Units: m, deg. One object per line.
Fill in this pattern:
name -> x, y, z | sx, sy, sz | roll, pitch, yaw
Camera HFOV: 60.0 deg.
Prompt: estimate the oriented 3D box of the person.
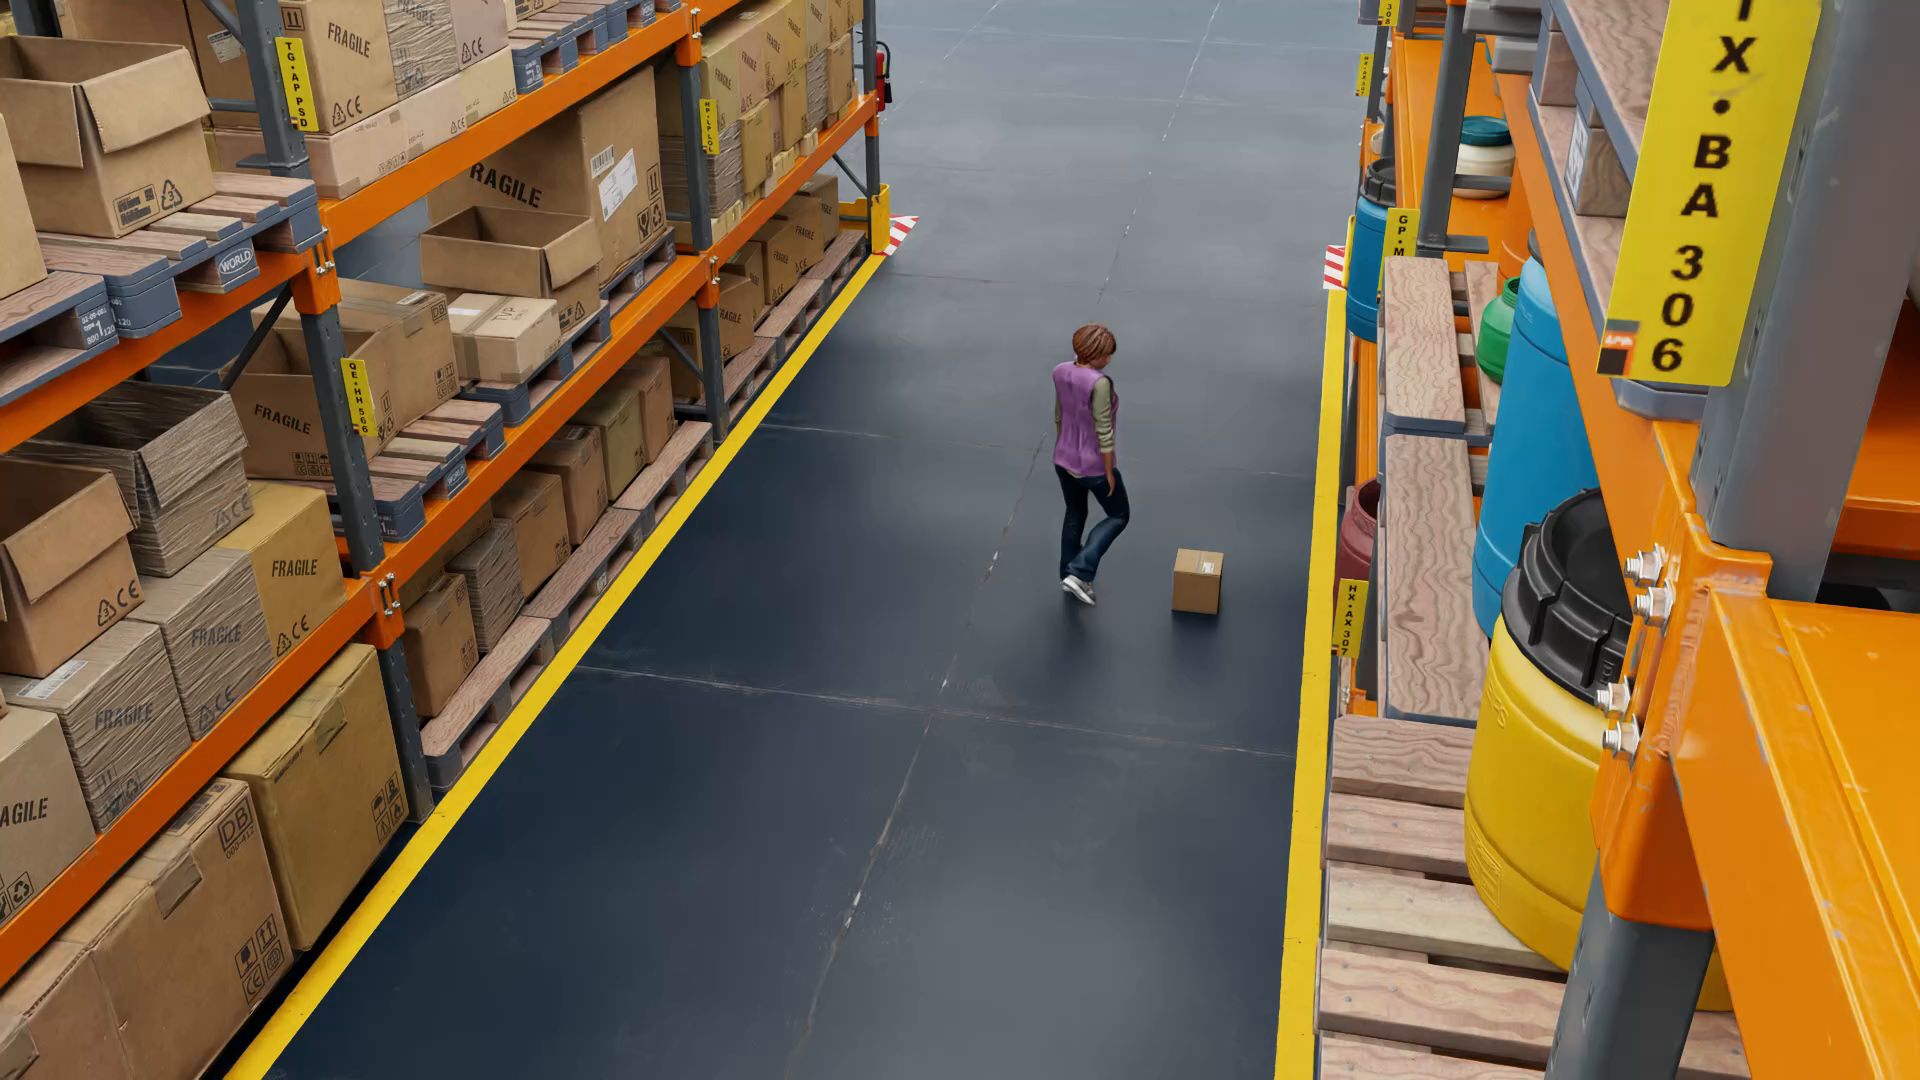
person -> 0.638, -0.381, 8.792 | 0.460, 1.581, 0.475 | 26, 38, 38
